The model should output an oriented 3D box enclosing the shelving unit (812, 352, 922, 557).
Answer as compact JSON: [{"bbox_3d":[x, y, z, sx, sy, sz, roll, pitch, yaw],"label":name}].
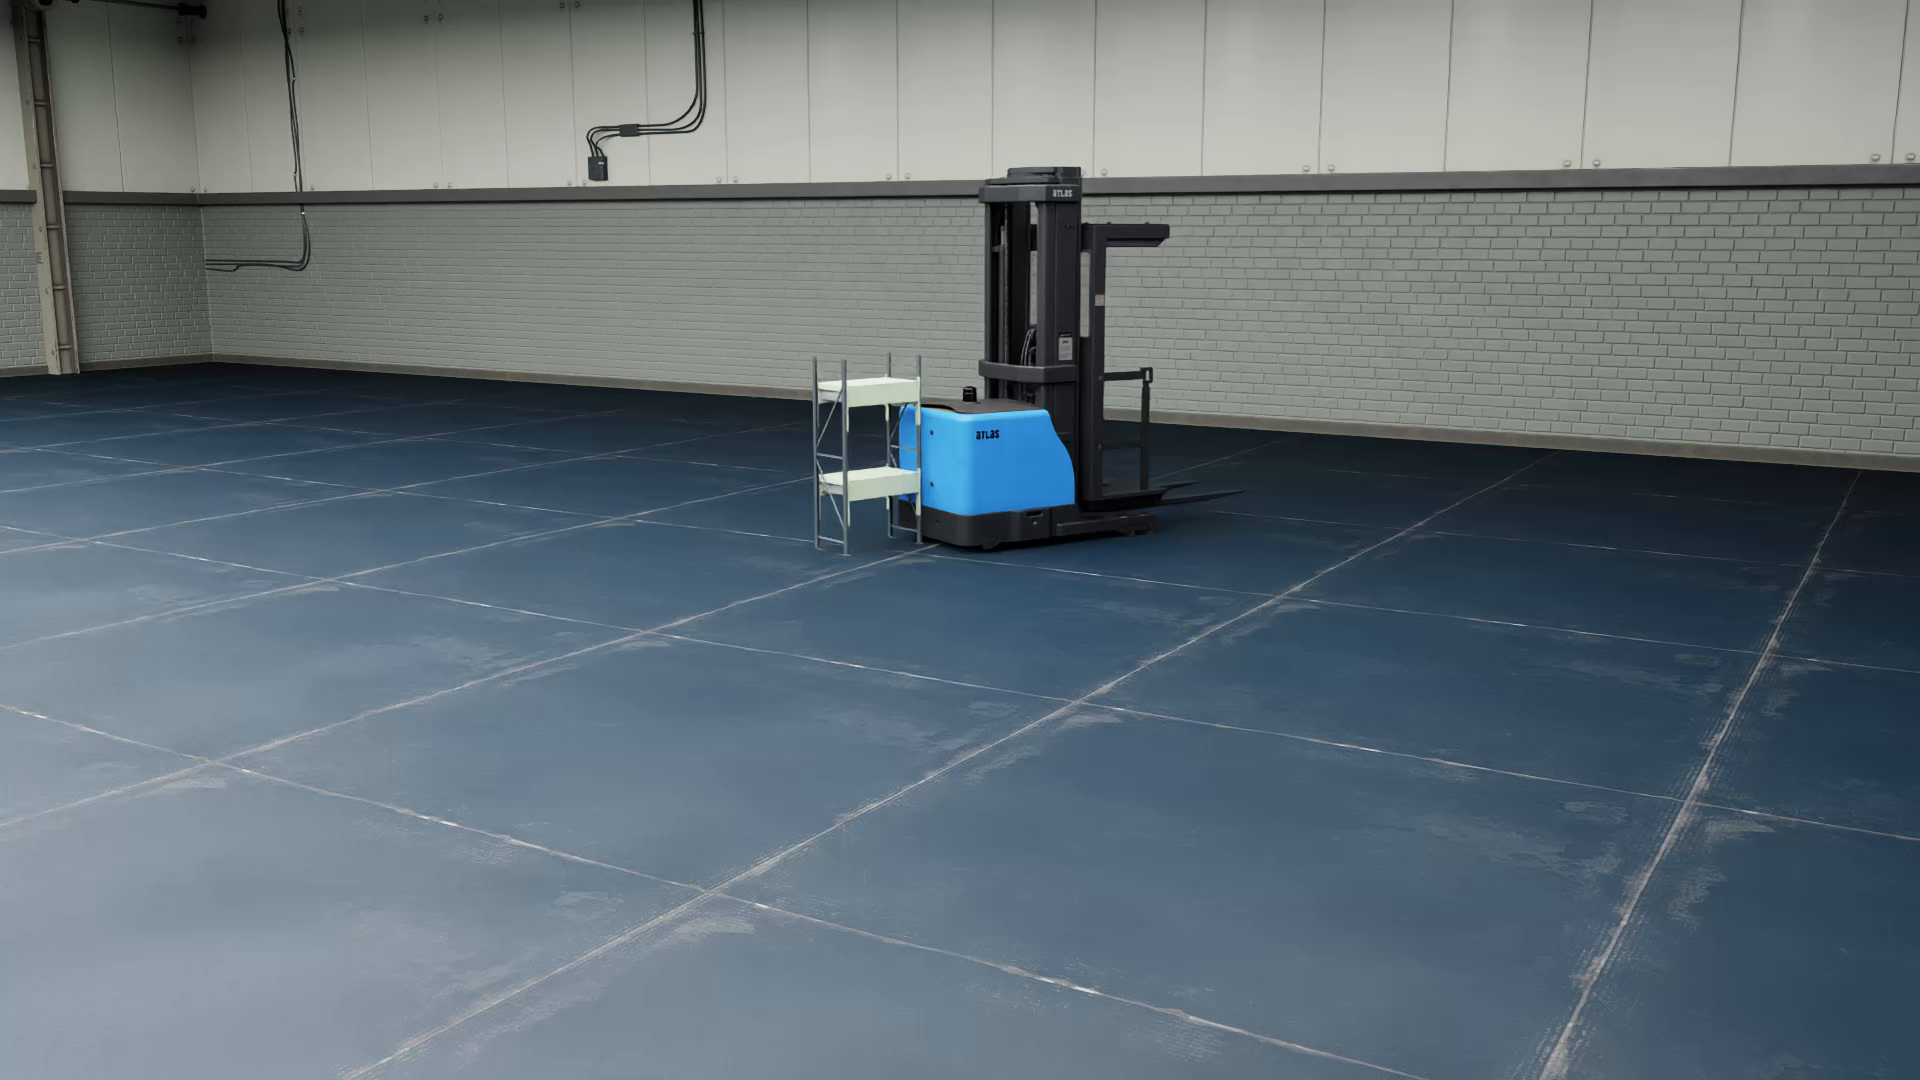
[{"bbox_3d":[-0.715,-0.681,12.931,0.755,1.500,0.431,-9,14,-41],"label":"shelving unit"}]

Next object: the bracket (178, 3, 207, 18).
[{"bbox_3d":[-13.748,-9.479,29.763,0.235,0.232,0.430,6,12,31],"label":"bracket"}]

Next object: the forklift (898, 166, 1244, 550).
[{"bbox_3d":[1.015,-1.546,13.662,3.031,2.935,1.130,-7,13,-32],"label":"forklift"}]

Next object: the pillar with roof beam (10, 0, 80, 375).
[{"bbox_3d":[-11.818,-6.894,25.739,9.100,9.000,0.548,6,12,31],"label":"pillar with roof beam"}]

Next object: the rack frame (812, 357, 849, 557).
[{"bbox_3d":[-0.989,-0.636,12.692,0.023,1.500,0.400,-9,14,-41],"label":"rack frame"}]

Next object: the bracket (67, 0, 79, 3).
[{"bbox_3d":[-14.978,-9.106,27.772,0.235,0.232,0.430,6,12,31],"label":"bracket"}]

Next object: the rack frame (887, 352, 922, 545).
[{"bbox_3d":[-0.441,-0.726,13.170,0.023,1.500,0.400,-9,14,-41],"label":"rack frame"}]

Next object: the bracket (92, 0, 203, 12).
[{"bbox_3d":[-14.055,-9.386,29.267,0.076,0.066,3.189,6,12,31],"label":"bracket"}]

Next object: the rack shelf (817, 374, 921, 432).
[{"bbox_3d":[-0.715,-1.065,12.859,0.720,0.370,0.431,-9,14,-41],"label":"rack shelf"}]

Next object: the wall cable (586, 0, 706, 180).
[{"bbox_3d":[-4.732,-8.404,24.565,2.305,6.003,0.169,6,12,31],"label":"wall cable"}]

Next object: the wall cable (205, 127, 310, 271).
[{"bbox_3d":[-12.838,-6.116,30.022,3.097,2.526,0.112,6,12,31],"label":"wall cable"}]

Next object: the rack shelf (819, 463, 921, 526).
[{"bbox_3d":[-0.715,-0.361,12.991,0.720,0.370,0.431,-9,14,-41],"label":"rack shelf"}]

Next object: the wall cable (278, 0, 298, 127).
[{"bbox_3d":[-10.525,-8.340,28.176,3.097,2.526,0.112,6,12,31],"label":"wall cable"}]
